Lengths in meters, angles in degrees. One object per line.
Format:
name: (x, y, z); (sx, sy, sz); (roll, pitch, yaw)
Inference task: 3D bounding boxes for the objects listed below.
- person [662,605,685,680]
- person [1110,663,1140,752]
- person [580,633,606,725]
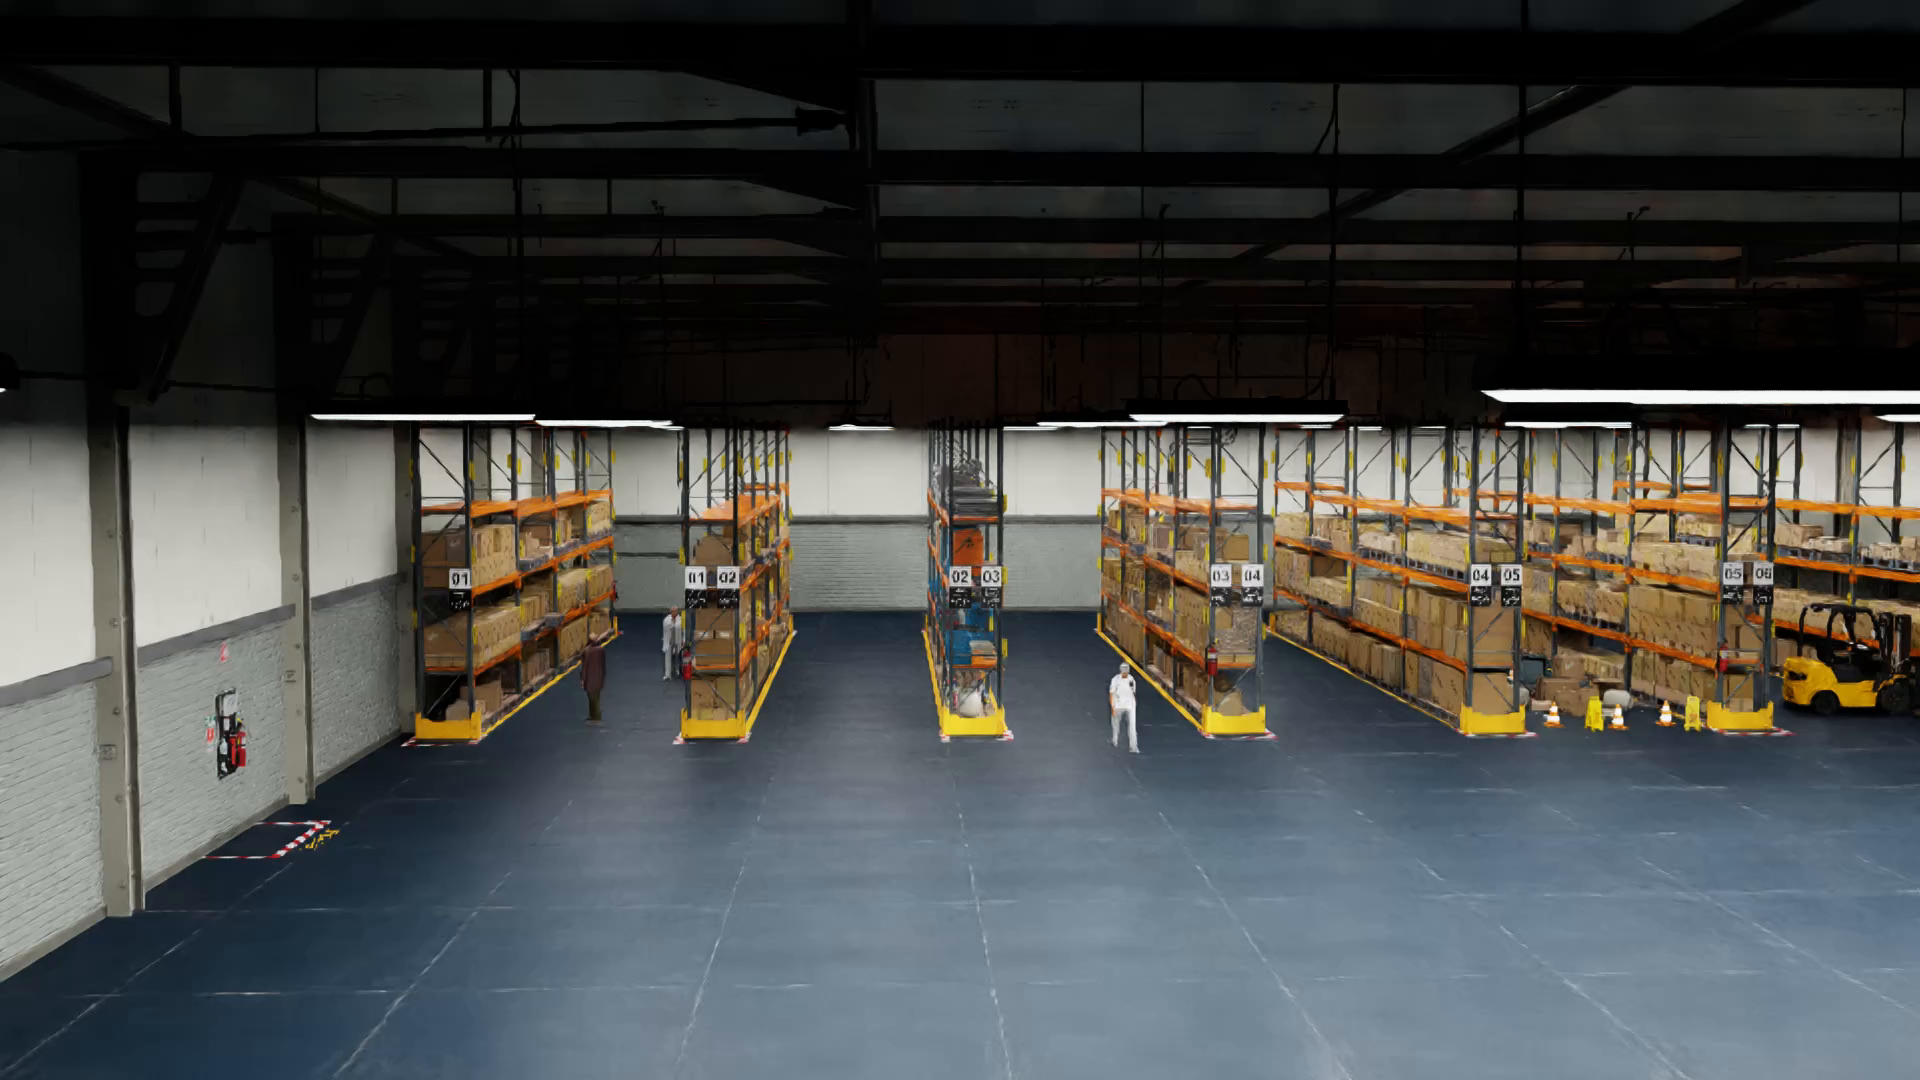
person: (-6.593, 2.345, 38.393); (0.589, 1.697, 1.175); (0, 4, -5)
person: (2.923, 2.972, 29.786); (0.496, 1.580, 1.090); (0, 4, -4)
person: (-7.204, 2.696, 32.490); (0.624, 1.773, 0.677); (2, 4, 24)
